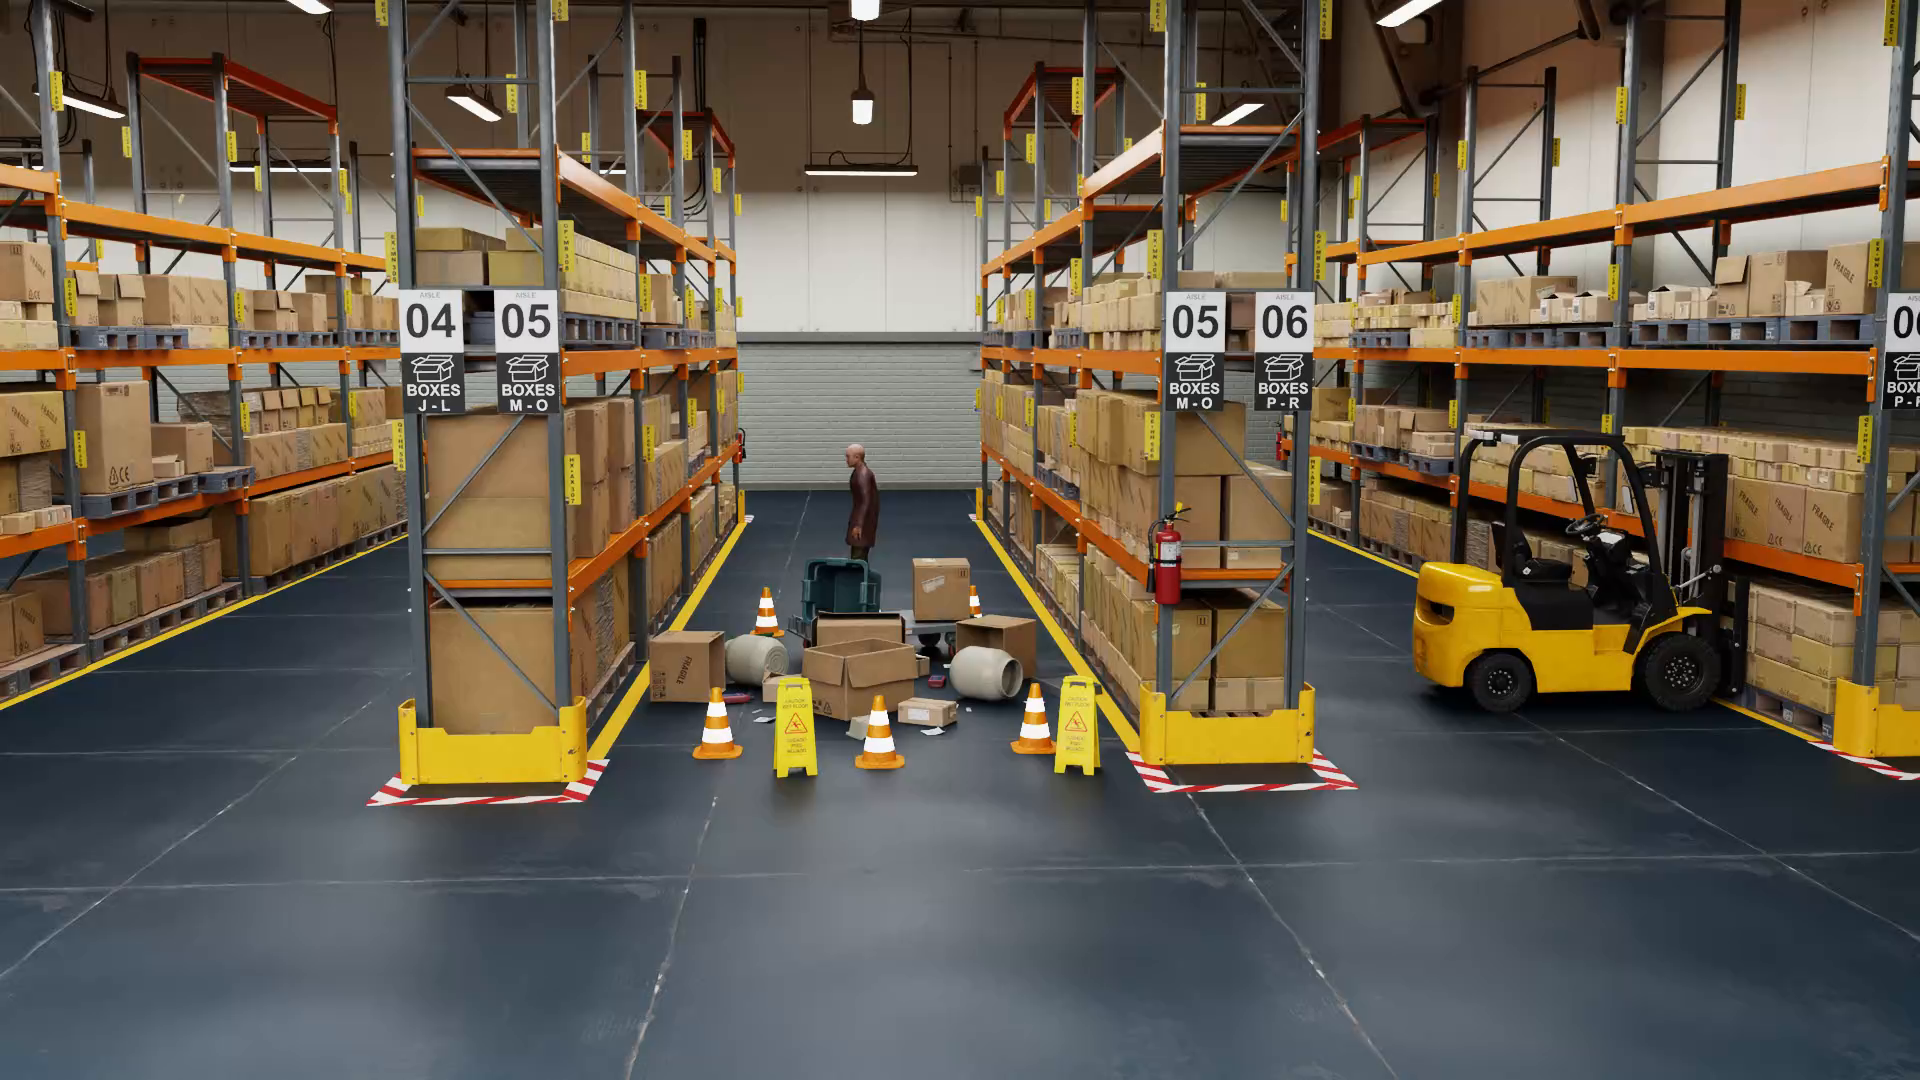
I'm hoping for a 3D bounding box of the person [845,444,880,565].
[{"bbox_3d":[-1.091,-0.164,18.192,0.418,1.774,0.656,-1,7,-6],"label":"person"}]
